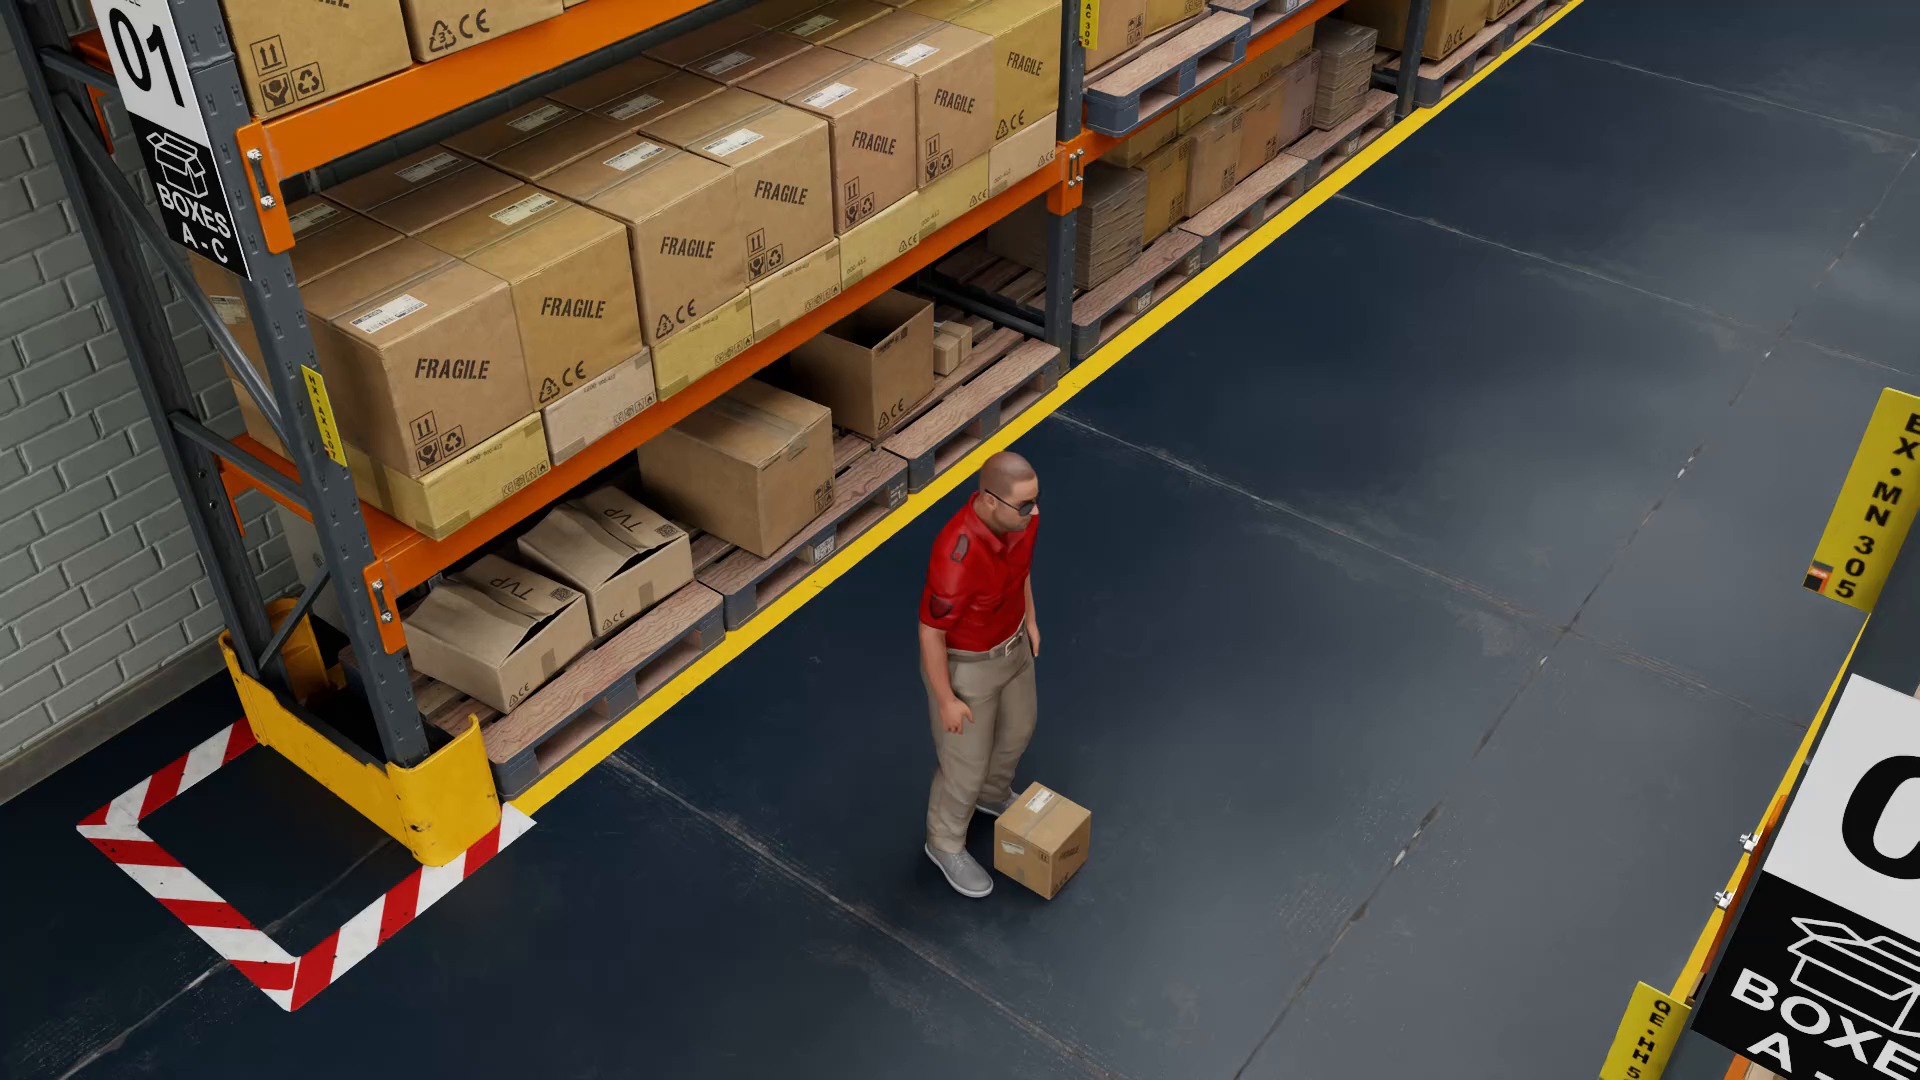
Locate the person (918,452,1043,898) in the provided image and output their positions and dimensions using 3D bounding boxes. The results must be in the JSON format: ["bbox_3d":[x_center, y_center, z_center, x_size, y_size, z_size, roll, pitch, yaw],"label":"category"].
[{"bbox_3d":[0.087,0.411,5.652,0.391,1.725,0.584,24,44,27],"label":"person"}]
